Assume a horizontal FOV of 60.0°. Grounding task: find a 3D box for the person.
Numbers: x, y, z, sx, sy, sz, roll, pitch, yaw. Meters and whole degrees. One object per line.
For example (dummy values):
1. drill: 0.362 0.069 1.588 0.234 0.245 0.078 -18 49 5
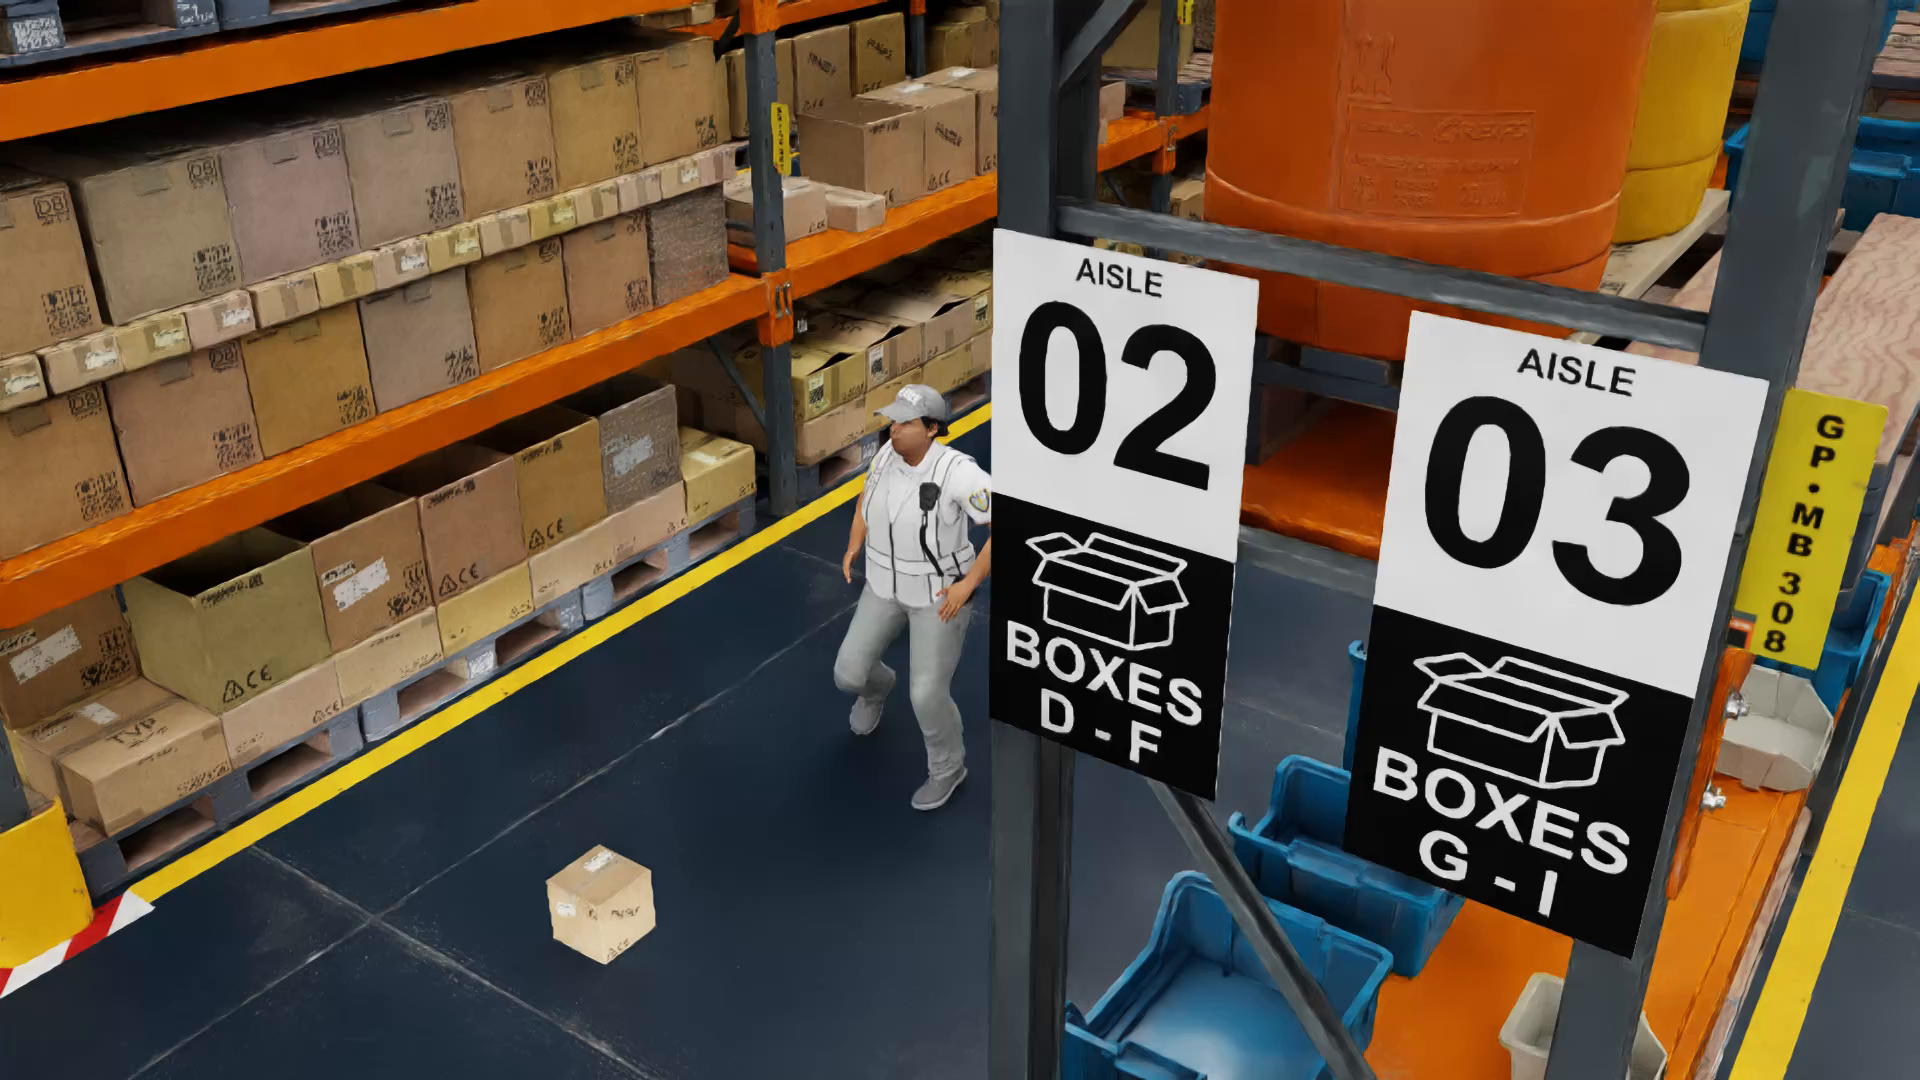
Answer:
1. person: -0.177 0.194 6.275 0.741 1.640 0.476 16 31 28
